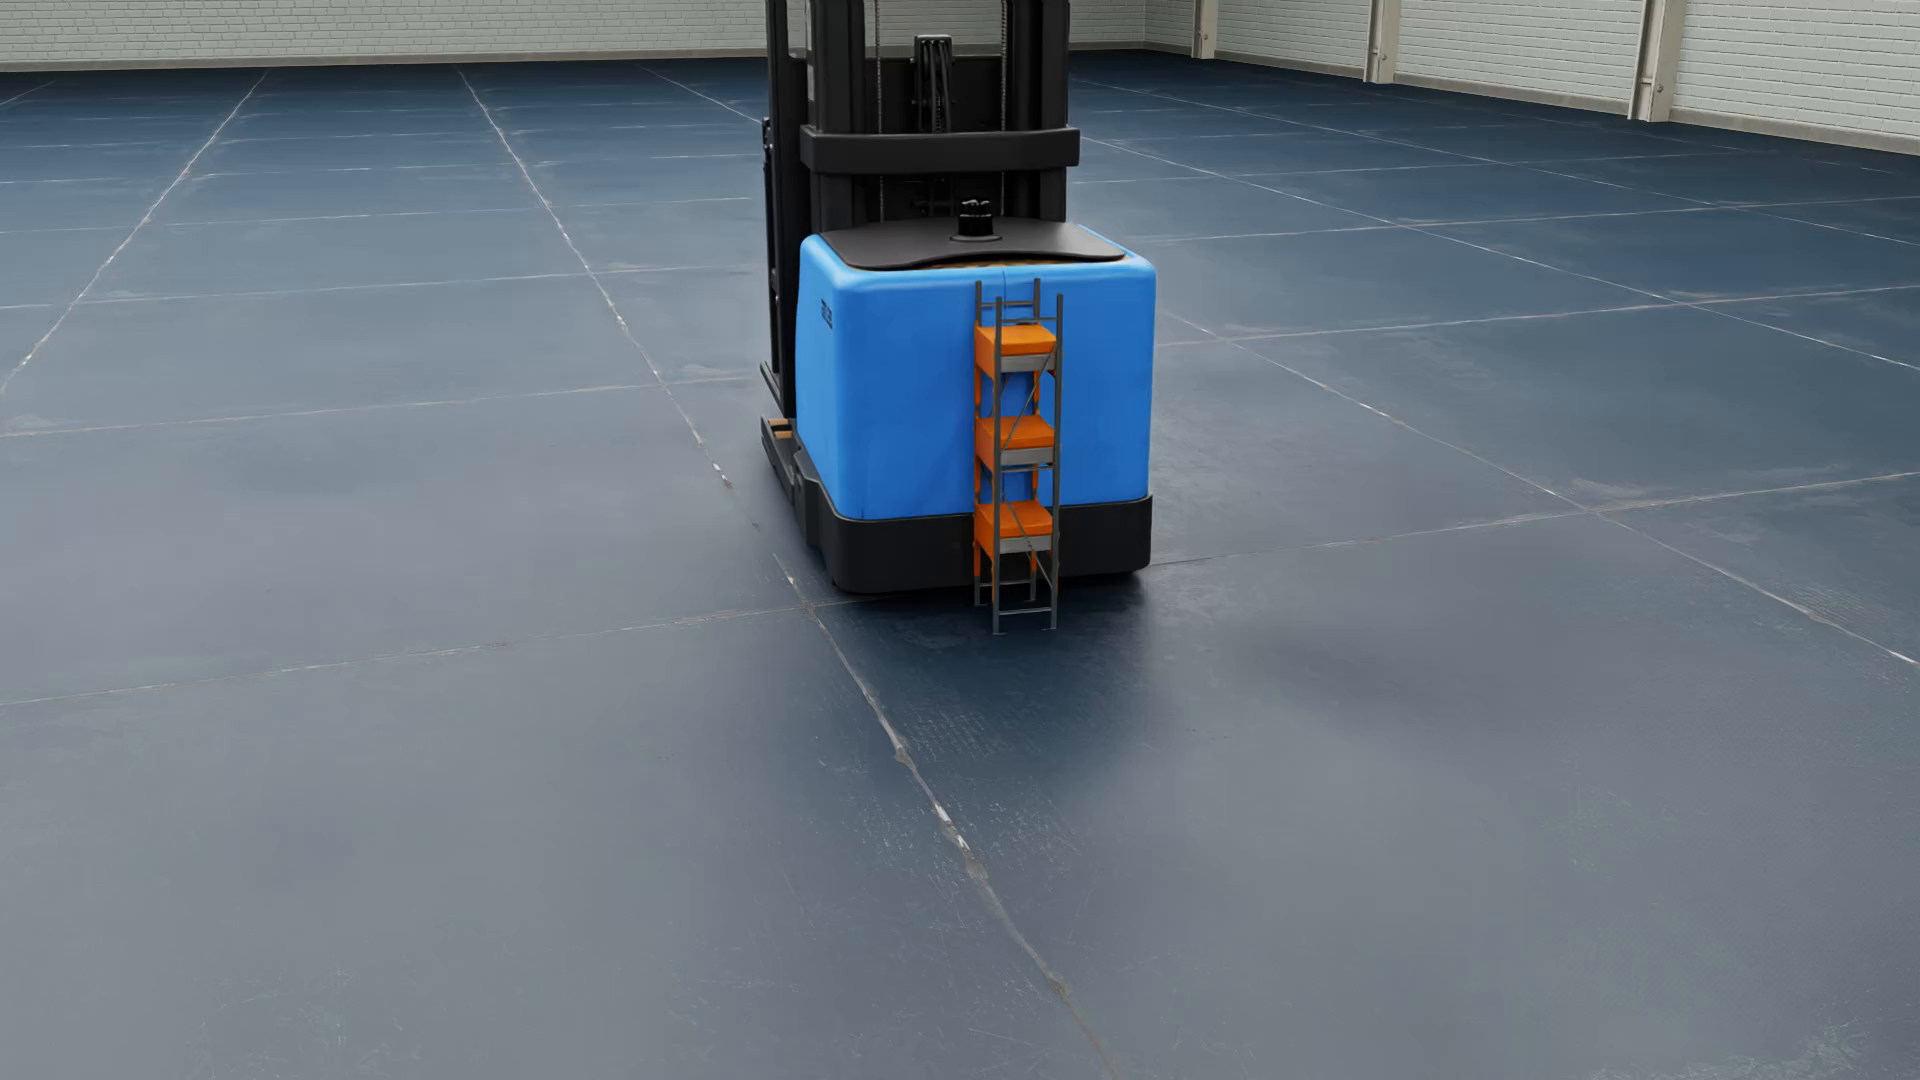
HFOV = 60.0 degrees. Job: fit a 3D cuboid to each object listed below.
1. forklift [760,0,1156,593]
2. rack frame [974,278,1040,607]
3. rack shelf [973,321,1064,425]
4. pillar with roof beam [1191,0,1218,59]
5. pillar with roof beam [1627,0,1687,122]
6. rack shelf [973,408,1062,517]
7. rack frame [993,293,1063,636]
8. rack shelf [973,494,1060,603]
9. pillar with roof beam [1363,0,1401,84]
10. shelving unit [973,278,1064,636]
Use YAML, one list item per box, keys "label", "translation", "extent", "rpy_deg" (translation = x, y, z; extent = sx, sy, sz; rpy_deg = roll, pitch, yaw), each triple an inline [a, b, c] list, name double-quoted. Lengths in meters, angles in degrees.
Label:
- label: "forklift"
  translation: [-0.202, -1.675, 6.244]
  extent: [1.130, 2.935, 3.031]
  rpy_deg: [-4, 20, -12]
- label: "rack frame"
  translation: [0.144, -0.288, 5.166]
  extent: [0.200, 1.050, 0.008]
  rpy_deg: [-4, 20, -12]
- label: "rack shelf"
  translation: [0.172, -0.505, 4.962]
  extent: [0.215, 0.259, 0.240]
  rpy_deg: [-4, 20, -12]
- label: "pillar with roof beam"
  translation: [0.402, -12.666, 27.869]
  extent: [9.100, 9.000, 0.400]
  rpy_deg: [-6, 21, -17]
- label: "pillar with roof beam"
  translation: [4.173, -8.815, 17.148]
  extent: [9.100, 9.000, 0.400]
  rpy_deg: [-6, 21, -17]
- label: "rack shelf"
  translation: [0.172, -0.238, 5.058]
  extent: [0.215, 0.259, 0.240]
  rpy_deg: [-4, 20, -12]
- label: "rack frame"
  translation: [0.199, -0.208, 4.942]
  extent: [0.200, 1.050, 0.008]
  rpy_deg: [-4, 20, -12]
- label: "rack shelf"
  translation: [0.172, 0.023, 5.152]
  extent: [0.215, 0.259, 0.240]
  rpy_deg: [-4, 20, -12]
- label: "pillar with roof beam"
  translation: [2.287, -10.741, 22.508]
  extent: [9.100, 9.000, 0.400]
  rpy_deg: [-6, 21, -17]
- label: "shelving unit"
  translation: [0.172, -0.248, 5.054]
  extent: [0.215, 1.050, 0.252]
  rpy_deg: [-4, 20, -12]
